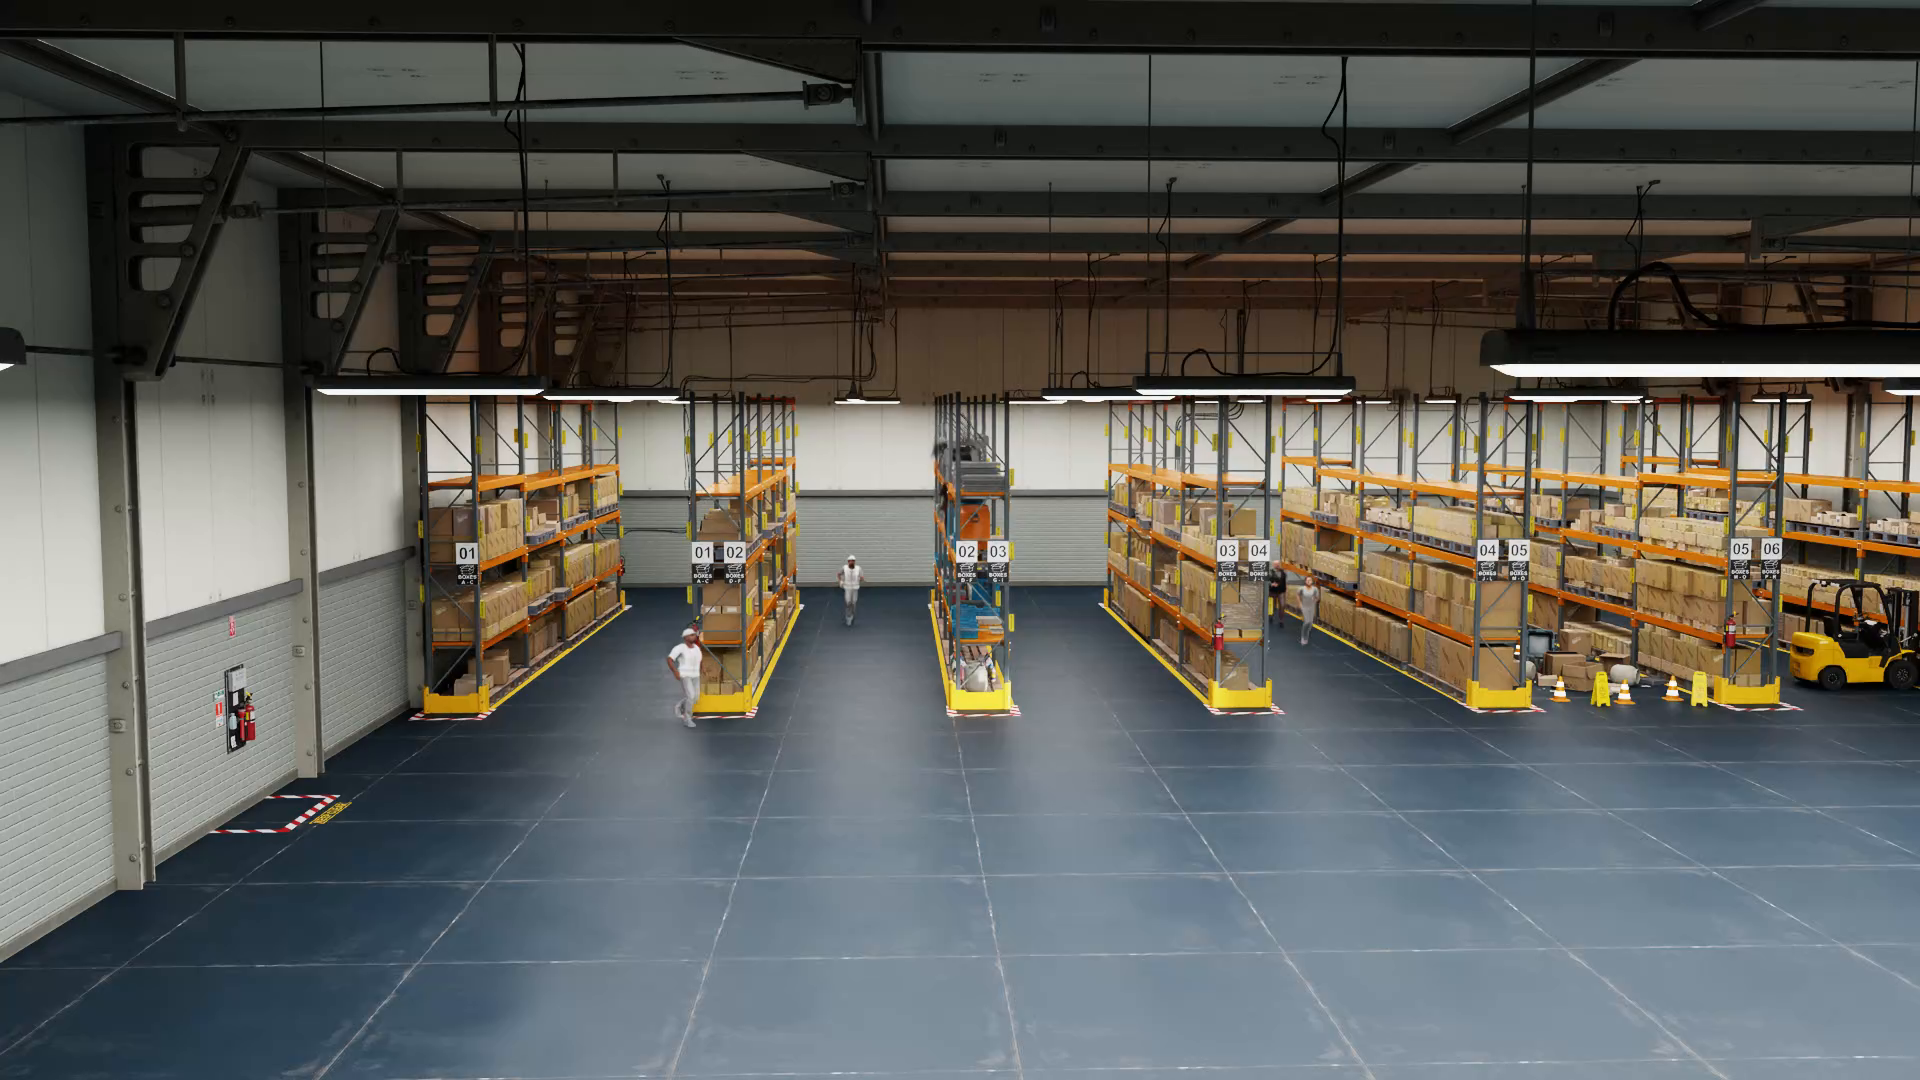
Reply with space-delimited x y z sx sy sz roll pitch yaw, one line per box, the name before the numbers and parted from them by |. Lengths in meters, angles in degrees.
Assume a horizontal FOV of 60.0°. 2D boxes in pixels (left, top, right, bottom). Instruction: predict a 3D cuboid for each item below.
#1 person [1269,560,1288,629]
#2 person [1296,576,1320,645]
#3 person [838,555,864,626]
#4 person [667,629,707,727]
person | 8.247 1.394 43.274 0.670 1.738 0.953 0 5 -4
person | 8.399 1.693 40.053 0.540 1.674 0.669 0 5 -2
person | -2.860 1.327 43.834 0.659 1.848 0.803 -1 5 -14
person | -4.892 2.469 30.012 0.651 1.731 0.749 4 6 42
